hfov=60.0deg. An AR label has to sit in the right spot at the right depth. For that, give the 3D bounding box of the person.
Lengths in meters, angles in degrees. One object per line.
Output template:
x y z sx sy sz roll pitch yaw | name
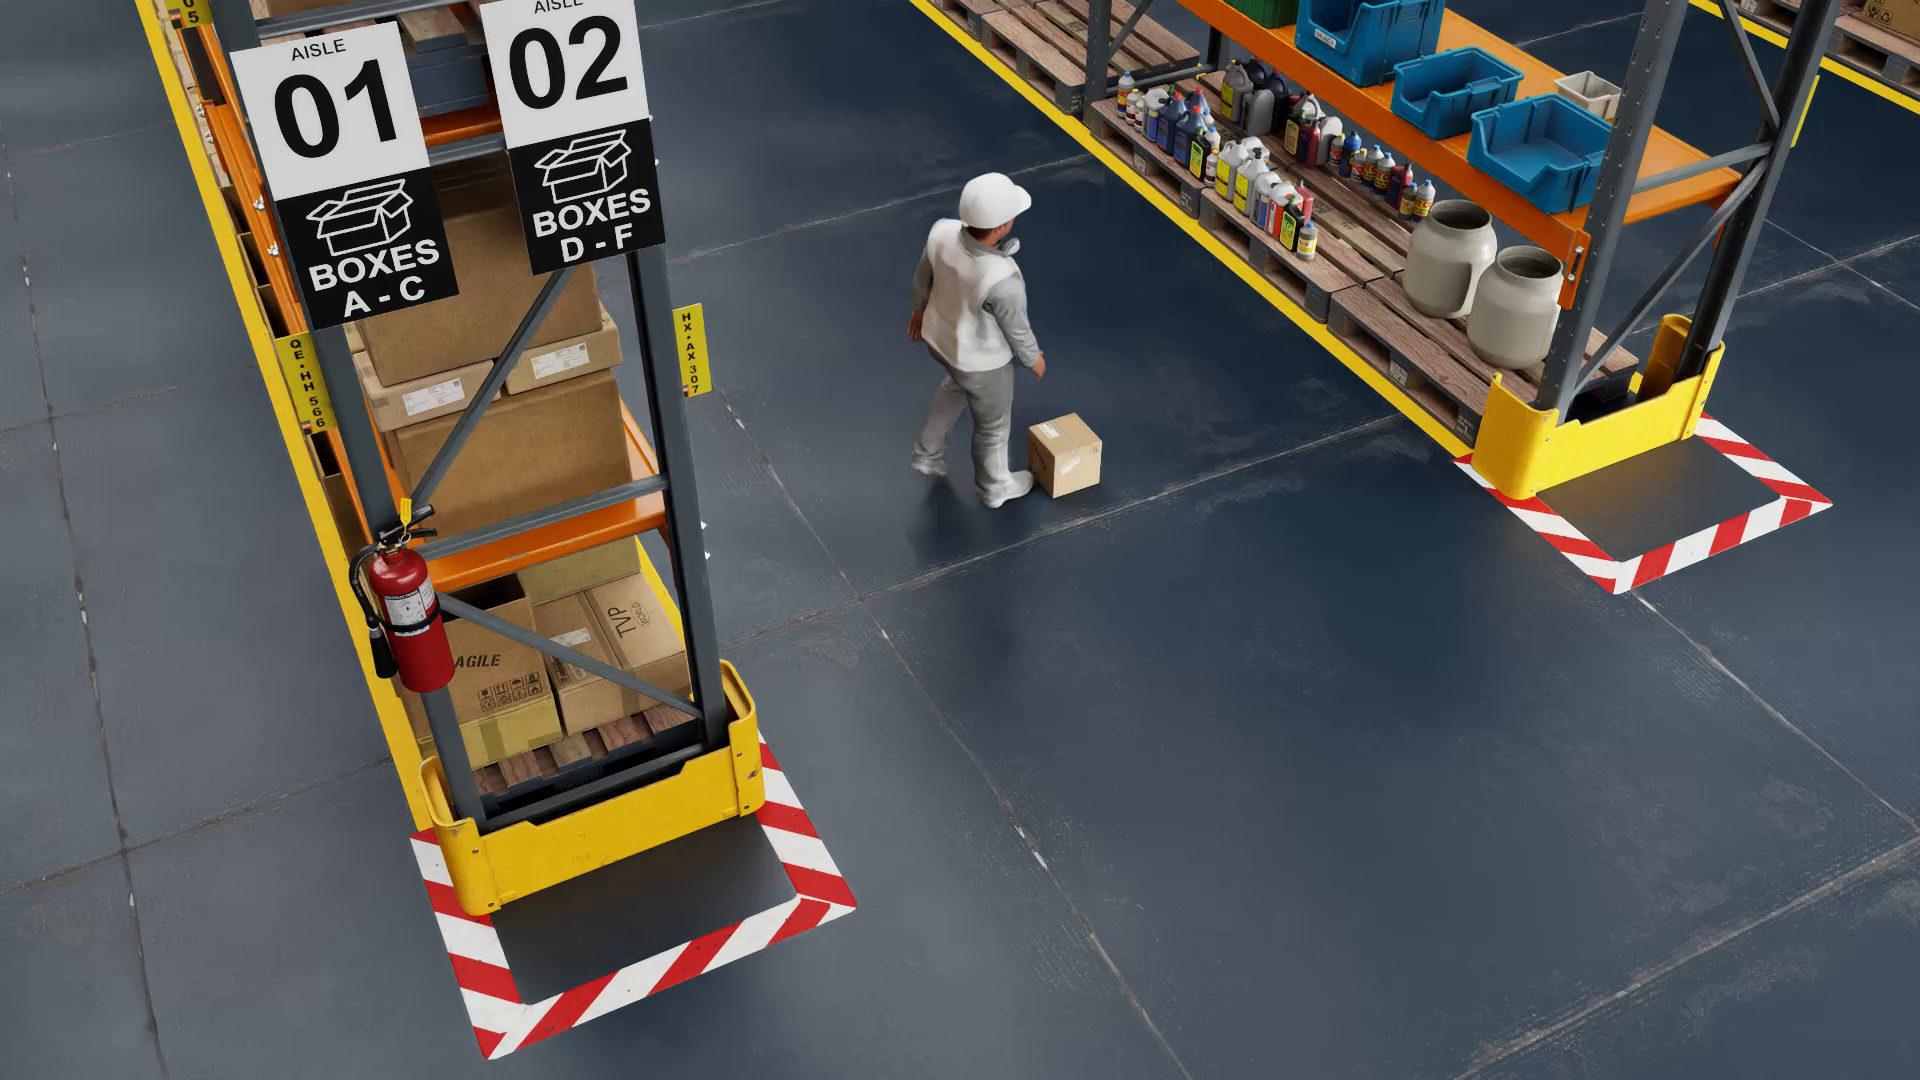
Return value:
0.117 -0.845 7.100 0.541 1.773 0.648 -25 47 -26 | person
